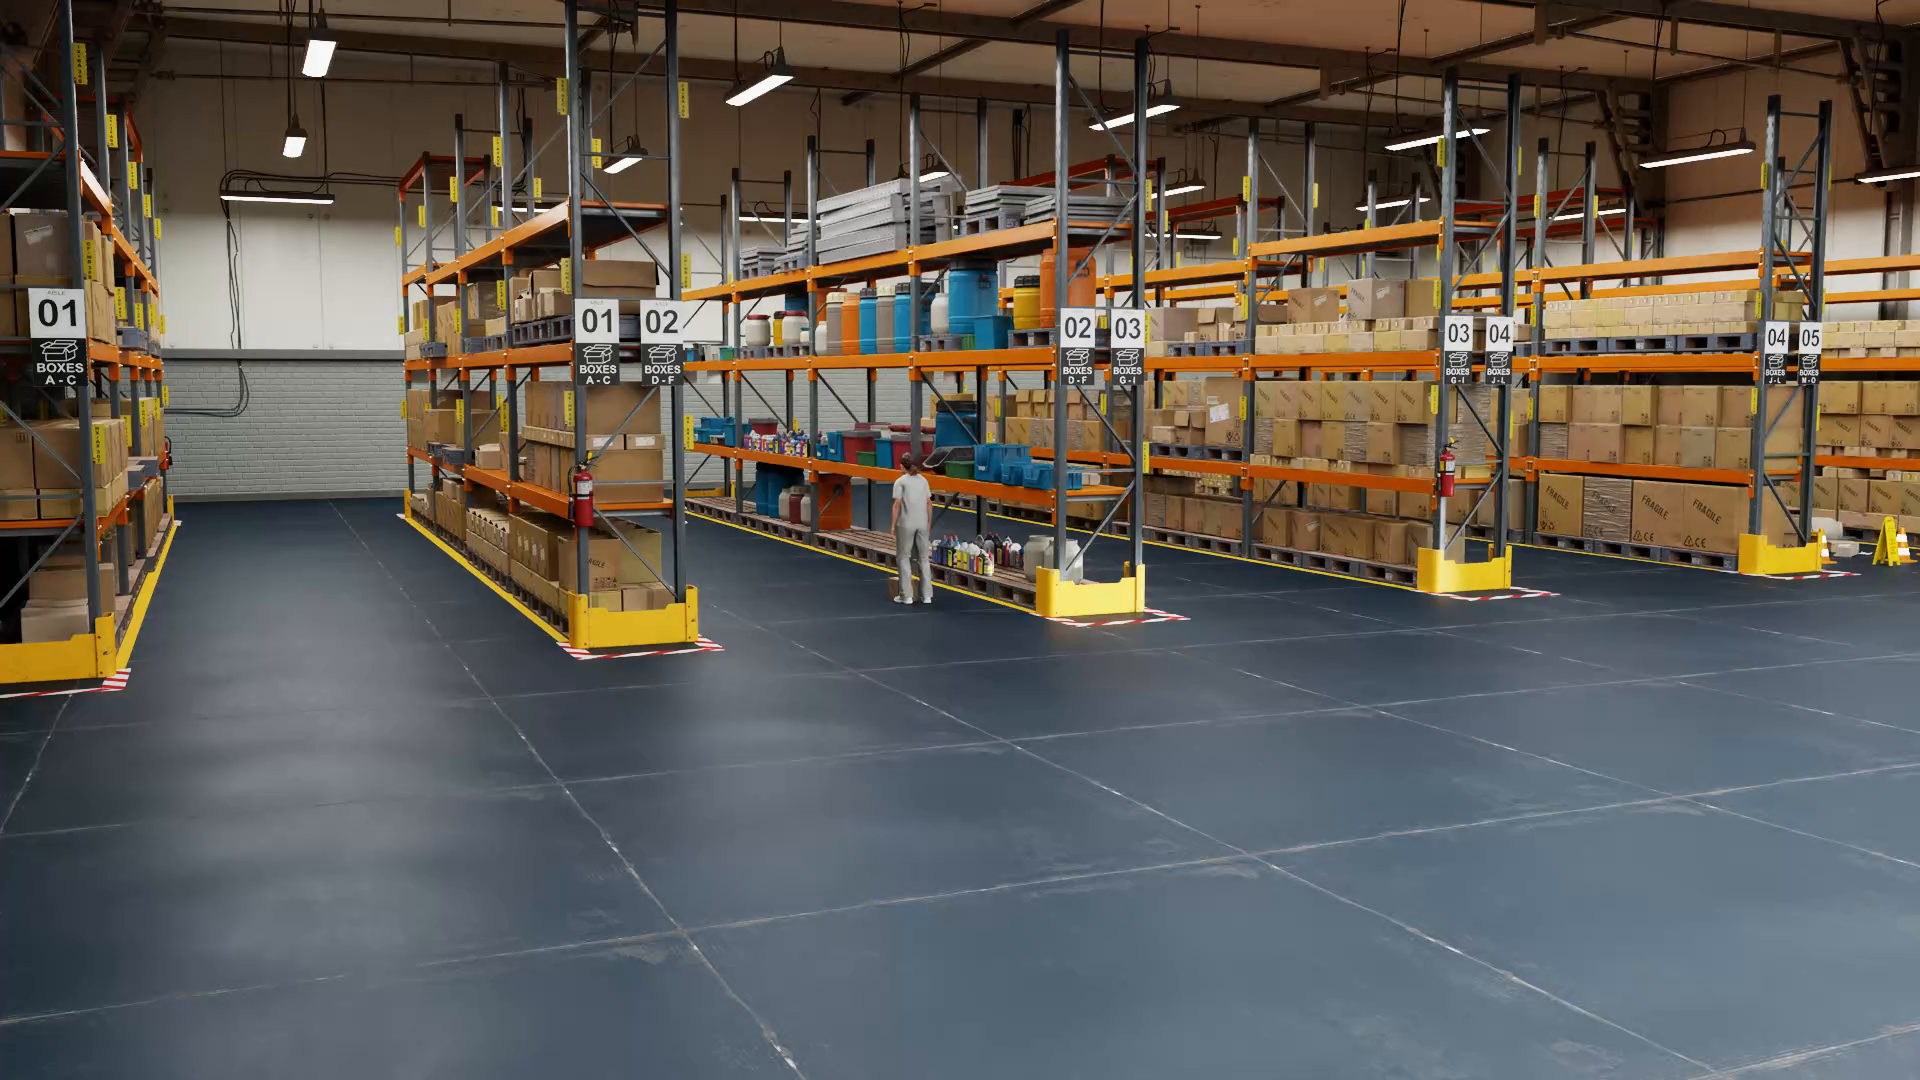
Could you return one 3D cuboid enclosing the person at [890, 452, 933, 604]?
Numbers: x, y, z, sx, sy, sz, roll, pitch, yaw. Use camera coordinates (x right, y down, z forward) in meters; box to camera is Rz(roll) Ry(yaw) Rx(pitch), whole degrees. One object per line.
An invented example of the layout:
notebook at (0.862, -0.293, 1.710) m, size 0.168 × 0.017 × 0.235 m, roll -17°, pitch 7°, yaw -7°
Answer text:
person at (-0.541, -0.135, 18.375) m, size 0.511 × 1.673 × 0.407 m, roll -3°, pitch 6°, yaw -26°
